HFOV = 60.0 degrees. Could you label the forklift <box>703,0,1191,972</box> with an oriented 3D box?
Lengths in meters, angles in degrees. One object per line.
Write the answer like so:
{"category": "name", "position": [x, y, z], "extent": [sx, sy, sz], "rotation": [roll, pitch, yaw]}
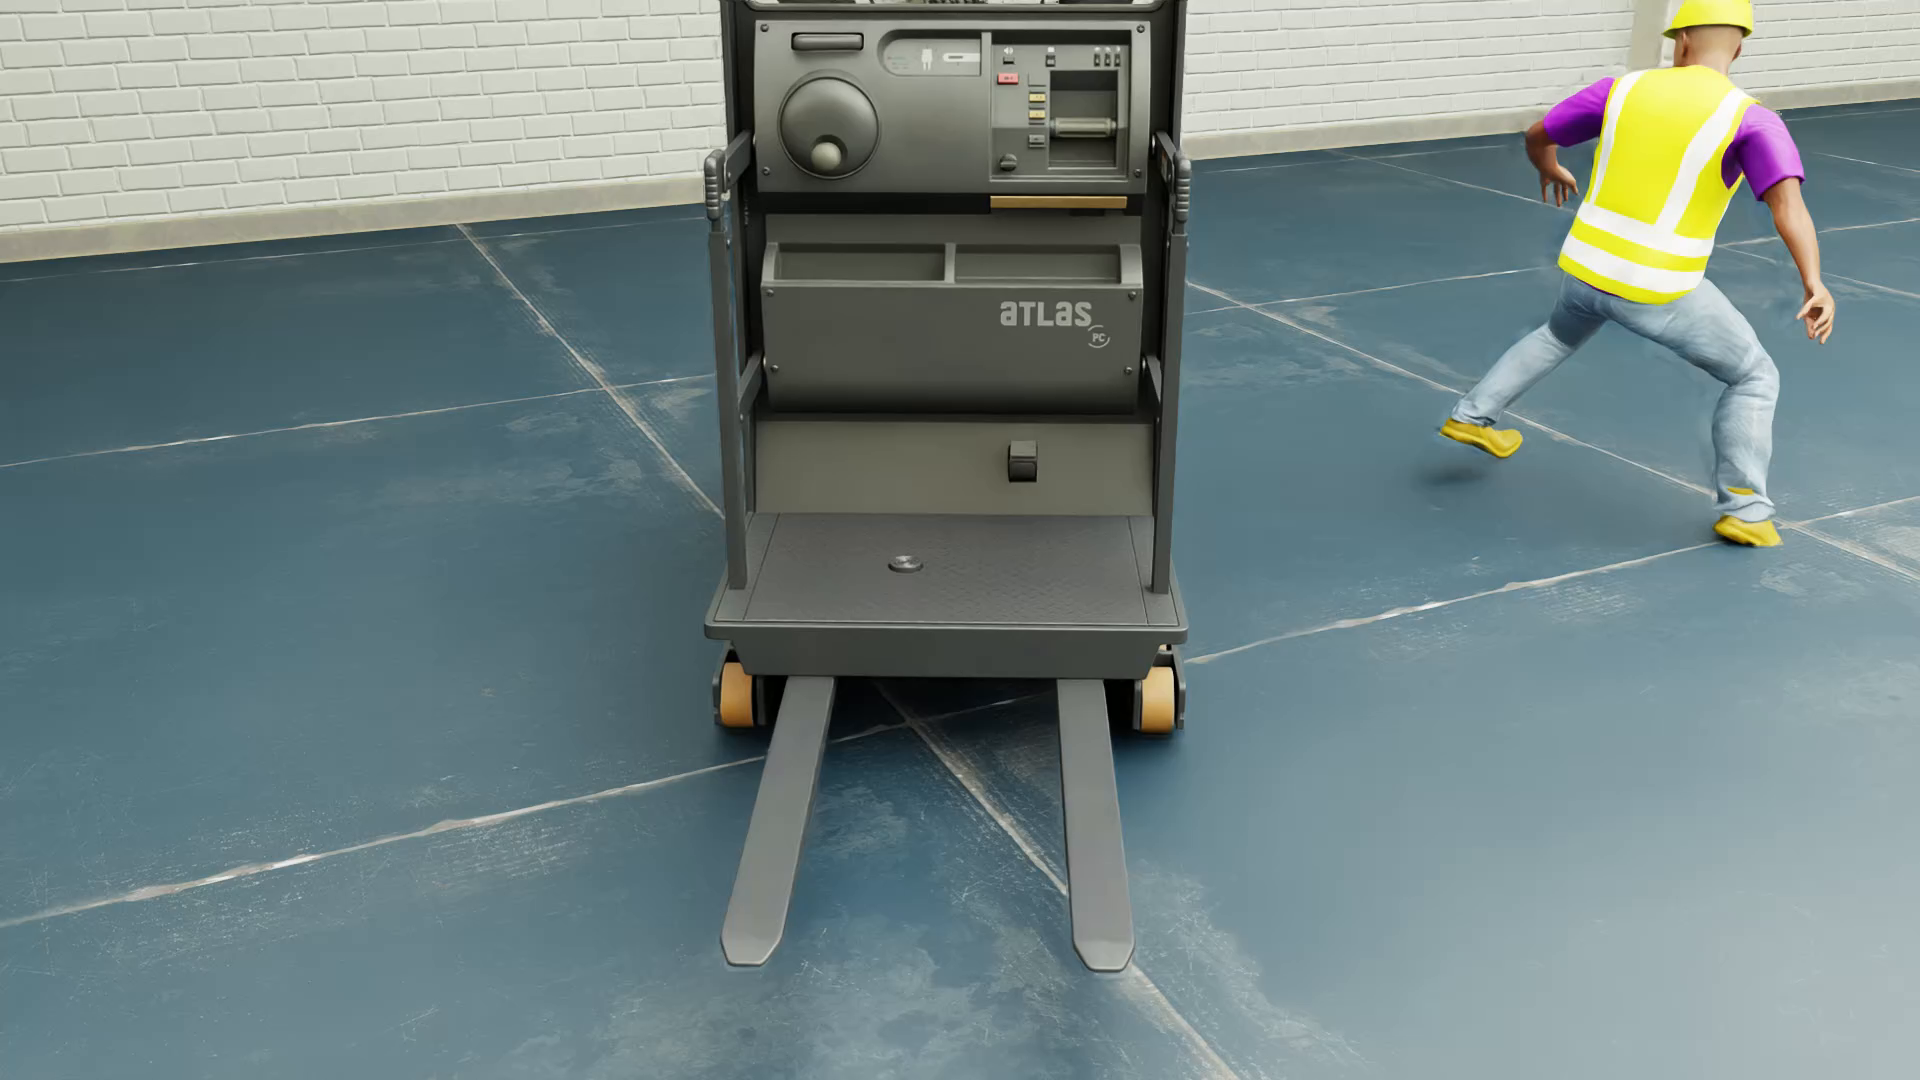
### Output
{"category": "forklift", "position": [-0.022, -1.011, 3.719], "extent": [1.130, 2.935, 3.031], "rotation": [1, 23, 1]}

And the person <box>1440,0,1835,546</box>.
{"category": "person", "position": [2.142, -0.786, 5.019], "extent": [0.551, 1.686, 1.223], "rotation": [-14, 26, -30]}
